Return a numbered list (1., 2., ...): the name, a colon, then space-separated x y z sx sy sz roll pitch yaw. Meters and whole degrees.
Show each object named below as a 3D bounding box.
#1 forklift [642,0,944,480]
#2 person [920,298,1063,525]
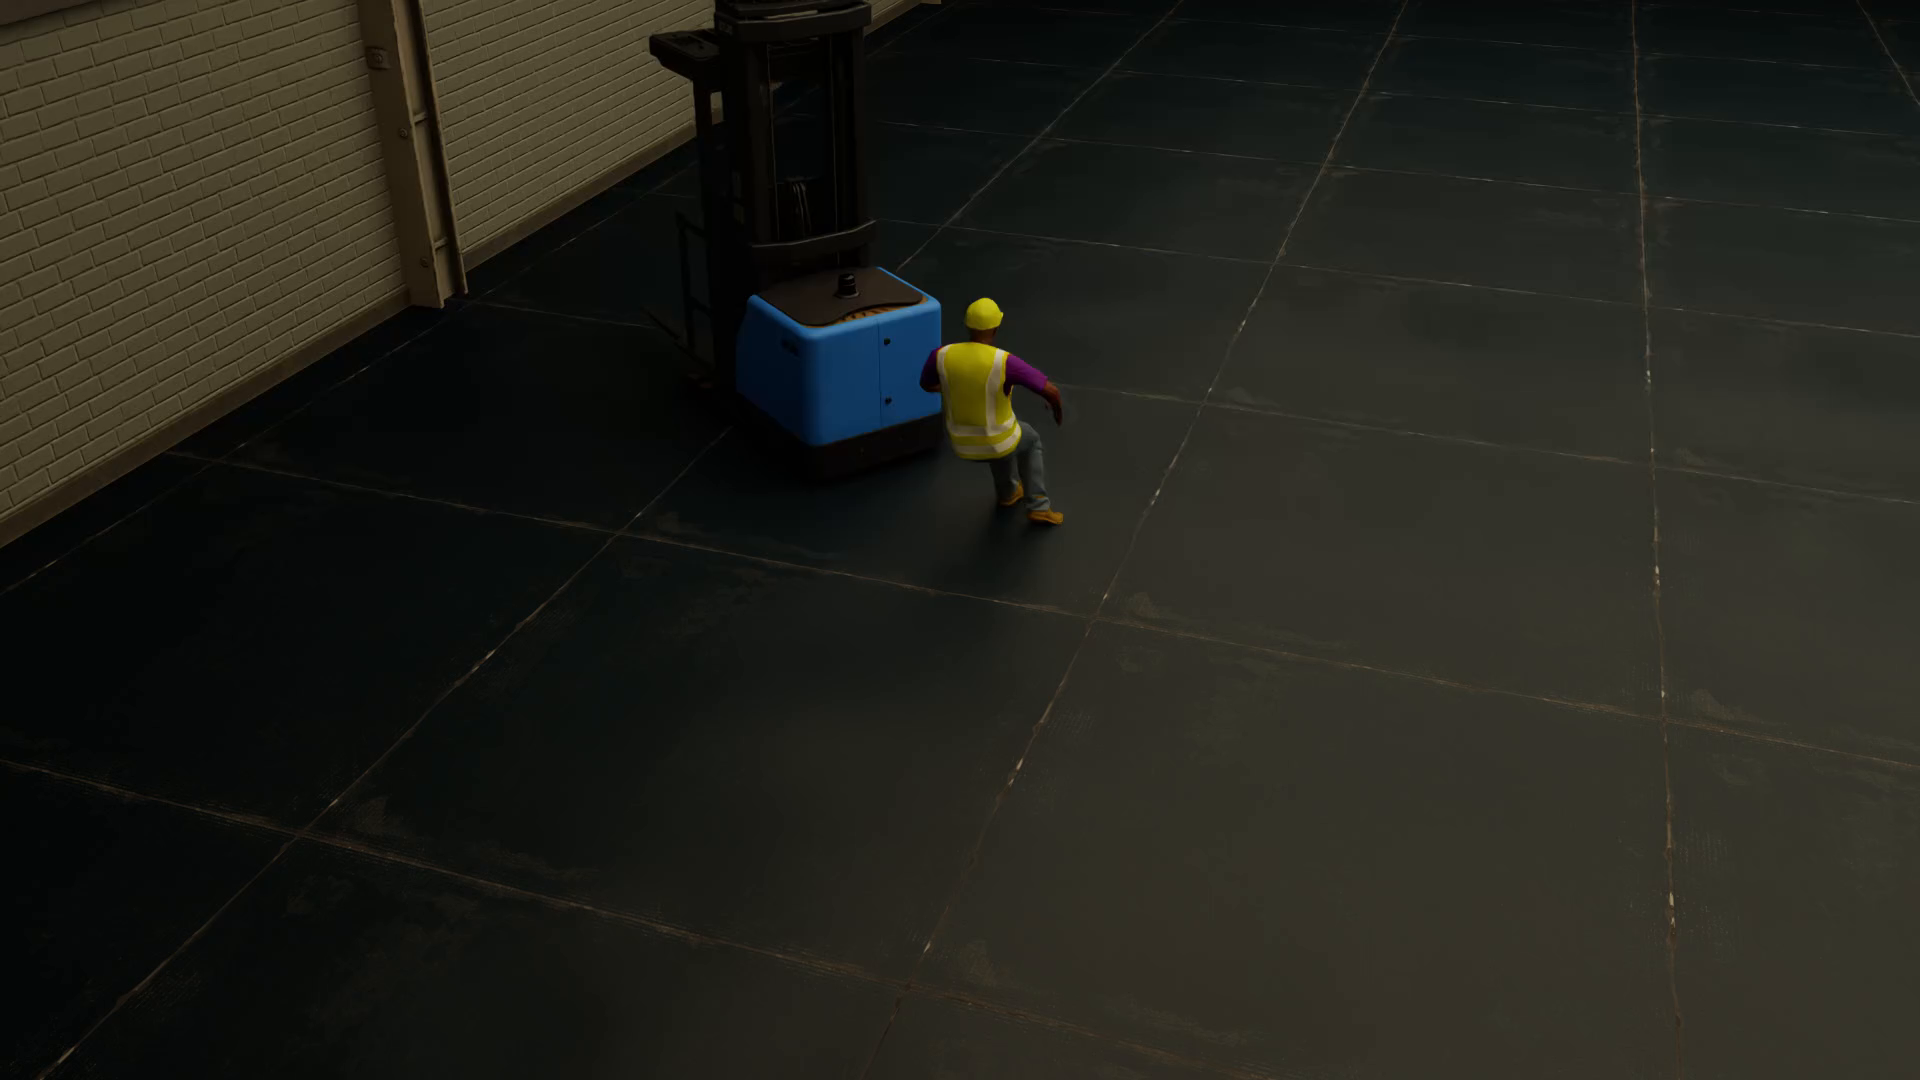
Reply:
1. forklift: -1.334 -2.343 11.246 1.130 2.935 3.031 -18 34 -29
2. person: 0.225 -0.783 9.979 0.865 1.540 0.879 9 31 16
